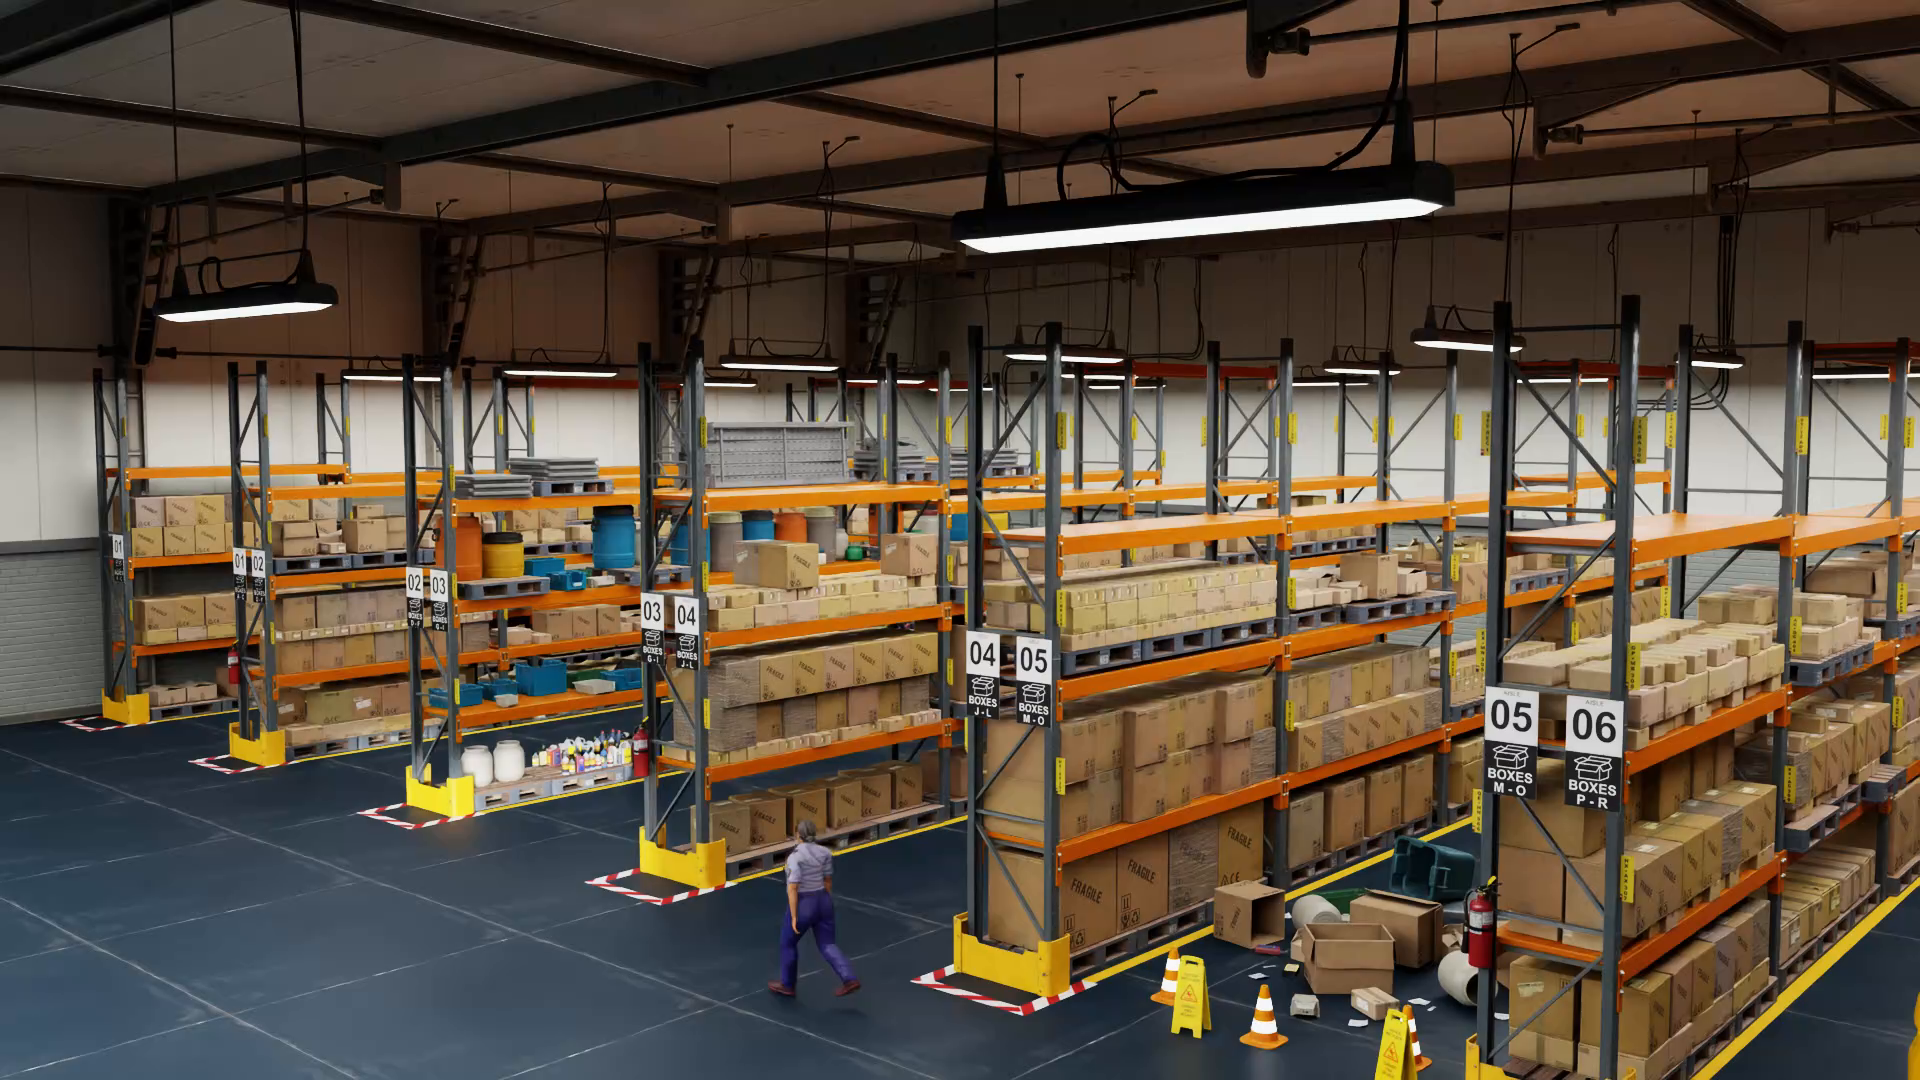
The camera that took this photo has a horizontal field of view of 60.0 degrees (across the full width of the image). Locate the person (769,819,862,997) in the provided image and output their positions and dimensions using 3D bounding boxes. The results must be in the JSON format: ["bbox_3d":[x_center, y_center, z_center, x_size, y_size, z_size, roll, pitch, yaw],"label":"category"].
[{"bbox_3d":[-1.313,3.270,14.706,0.962,1.603,0.480,4,6,43],"label":"person"}]
